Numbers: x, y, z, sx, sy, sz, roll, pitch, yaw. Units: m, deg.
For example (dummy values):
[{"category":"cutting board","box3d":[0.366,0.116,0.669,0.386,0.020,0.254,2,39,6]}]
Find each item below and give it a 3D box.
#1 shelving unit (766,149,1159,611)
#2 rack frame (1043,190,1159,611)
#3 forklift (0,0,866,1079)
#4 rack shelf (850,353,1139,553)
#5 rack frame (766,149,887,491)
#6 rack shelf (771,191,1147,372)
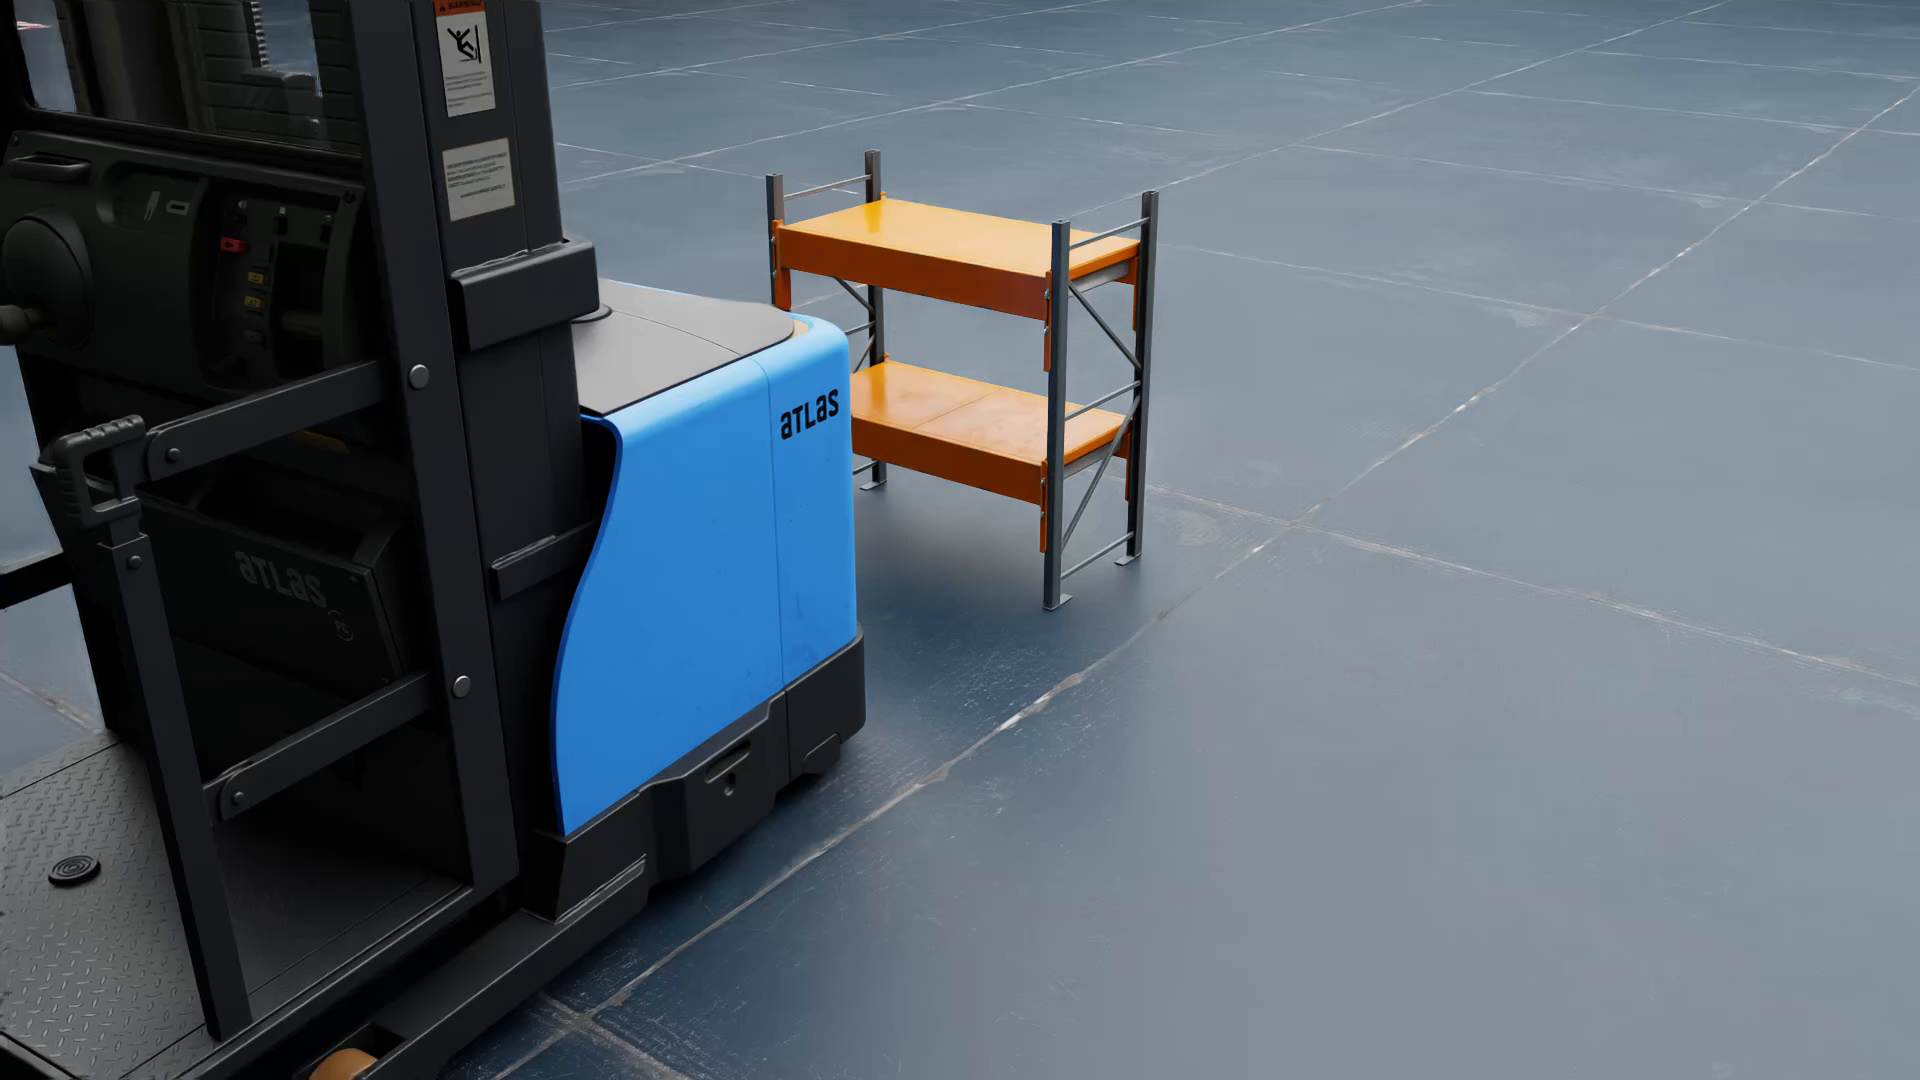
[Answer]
[{"category":"shelving unit","box3d":[-0.005,-0.516,5.027,1.048,1.125,0.538,17,29,33]},{"category":"rack frame","box3d":[0.401,-0.393,4.748,0.032,1.125,0.500,17,29,33]},{"category":"forklift","box3d":[-1.430,-0.439,2.611,1.130,2.935,3.031,14,27,29]},{"category":"rack shelf","box3d":[-0.005,-0.293,5.125,1.000,0.278,0.538,17,29,33]},{"category":"rack frame","box3d":[-0.412,-0.639,5.306,0.032,1.125,0.500,17,29,33]},{"category":"rack shelf","box3d":[-0.005,-0.784,4.909,1.000,0.278,0.538,17,29,33]}]
